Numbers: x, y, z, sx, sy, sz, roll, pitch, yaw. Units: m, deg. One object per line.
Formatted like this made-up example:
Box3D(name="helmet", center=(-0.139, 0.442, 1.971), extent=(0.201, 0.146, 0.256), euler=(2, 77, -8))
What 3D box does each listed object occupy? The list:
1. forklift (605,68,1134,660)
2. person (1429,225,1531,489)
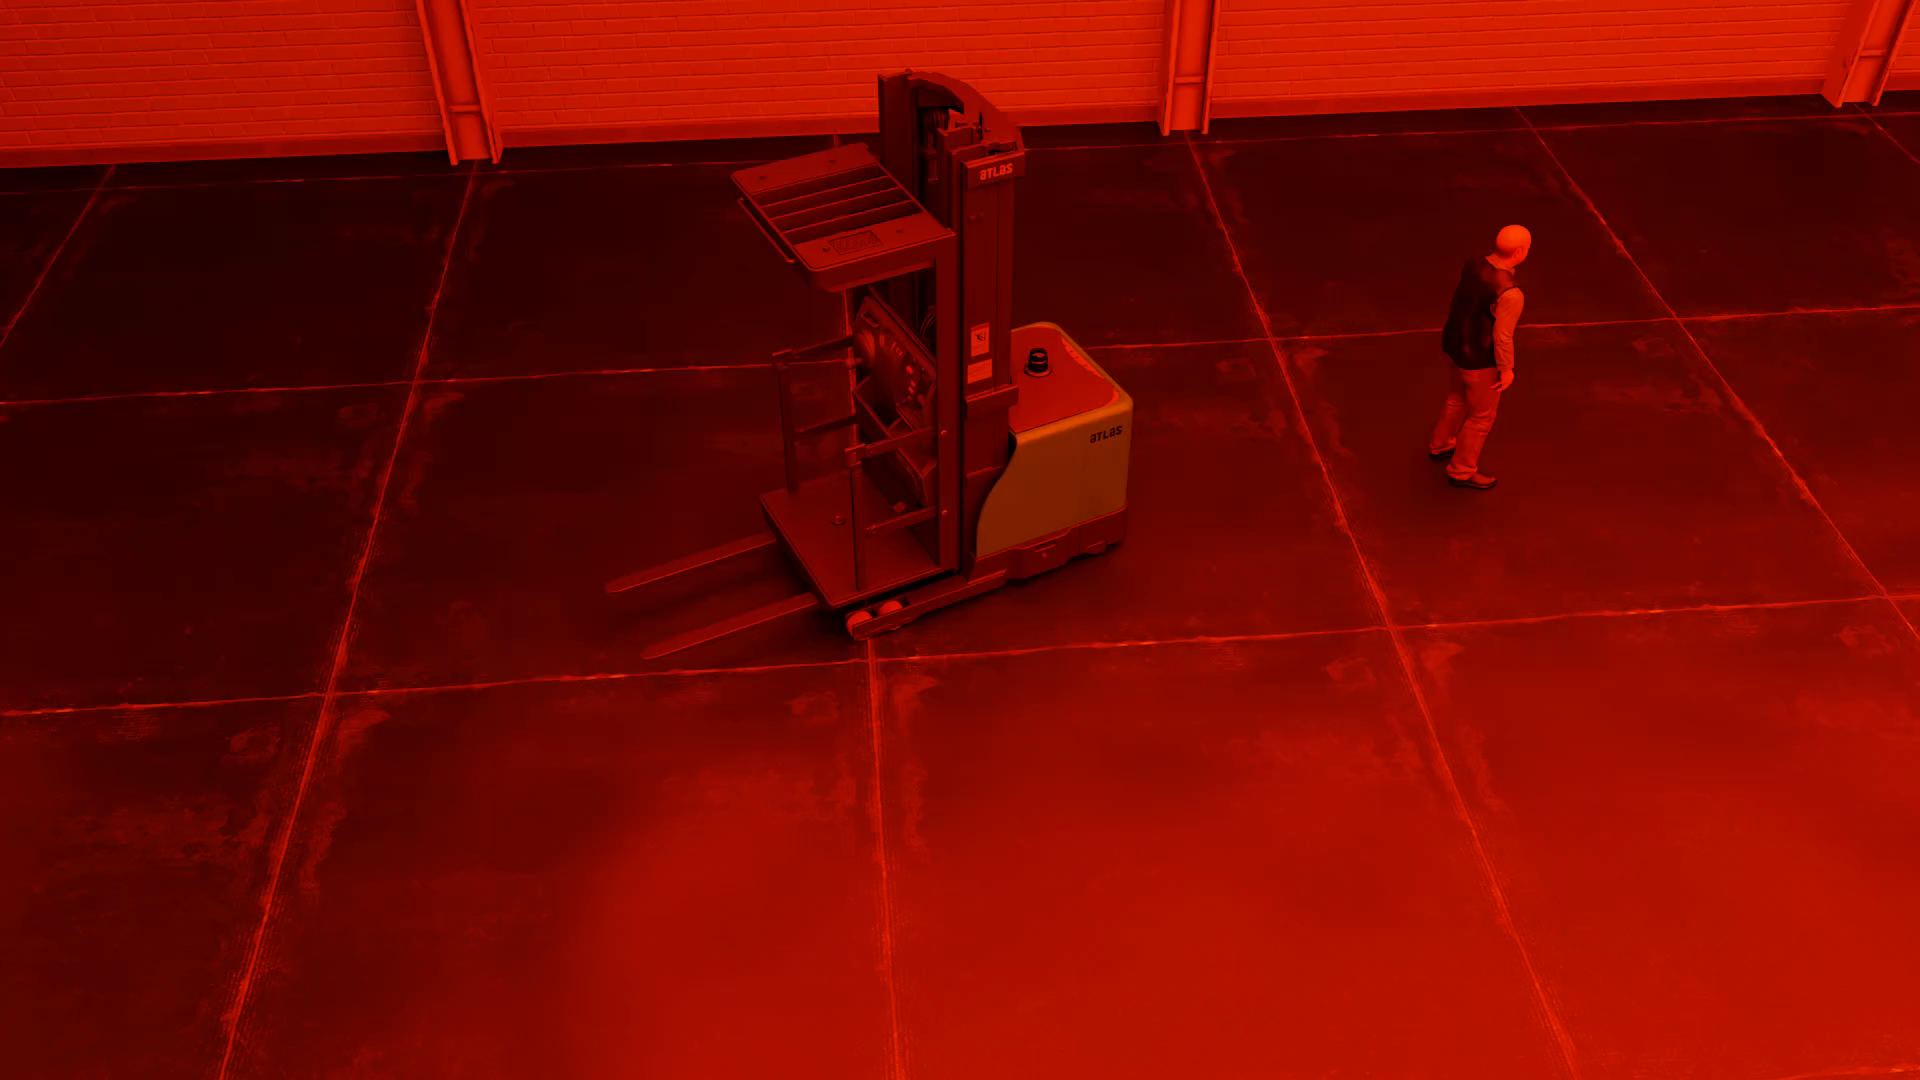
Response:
Box3D(name="forklift", center=(-0.541, -0.933, 9.029), extent=(3.031, 2.935, 1.130), euler=(-18, 44, -20))
Box3D(name="person", center=(3.172, -1.143, 10.205), extent=(0.417, 1.722, 0.593), euler=(-9, 41, -11))
